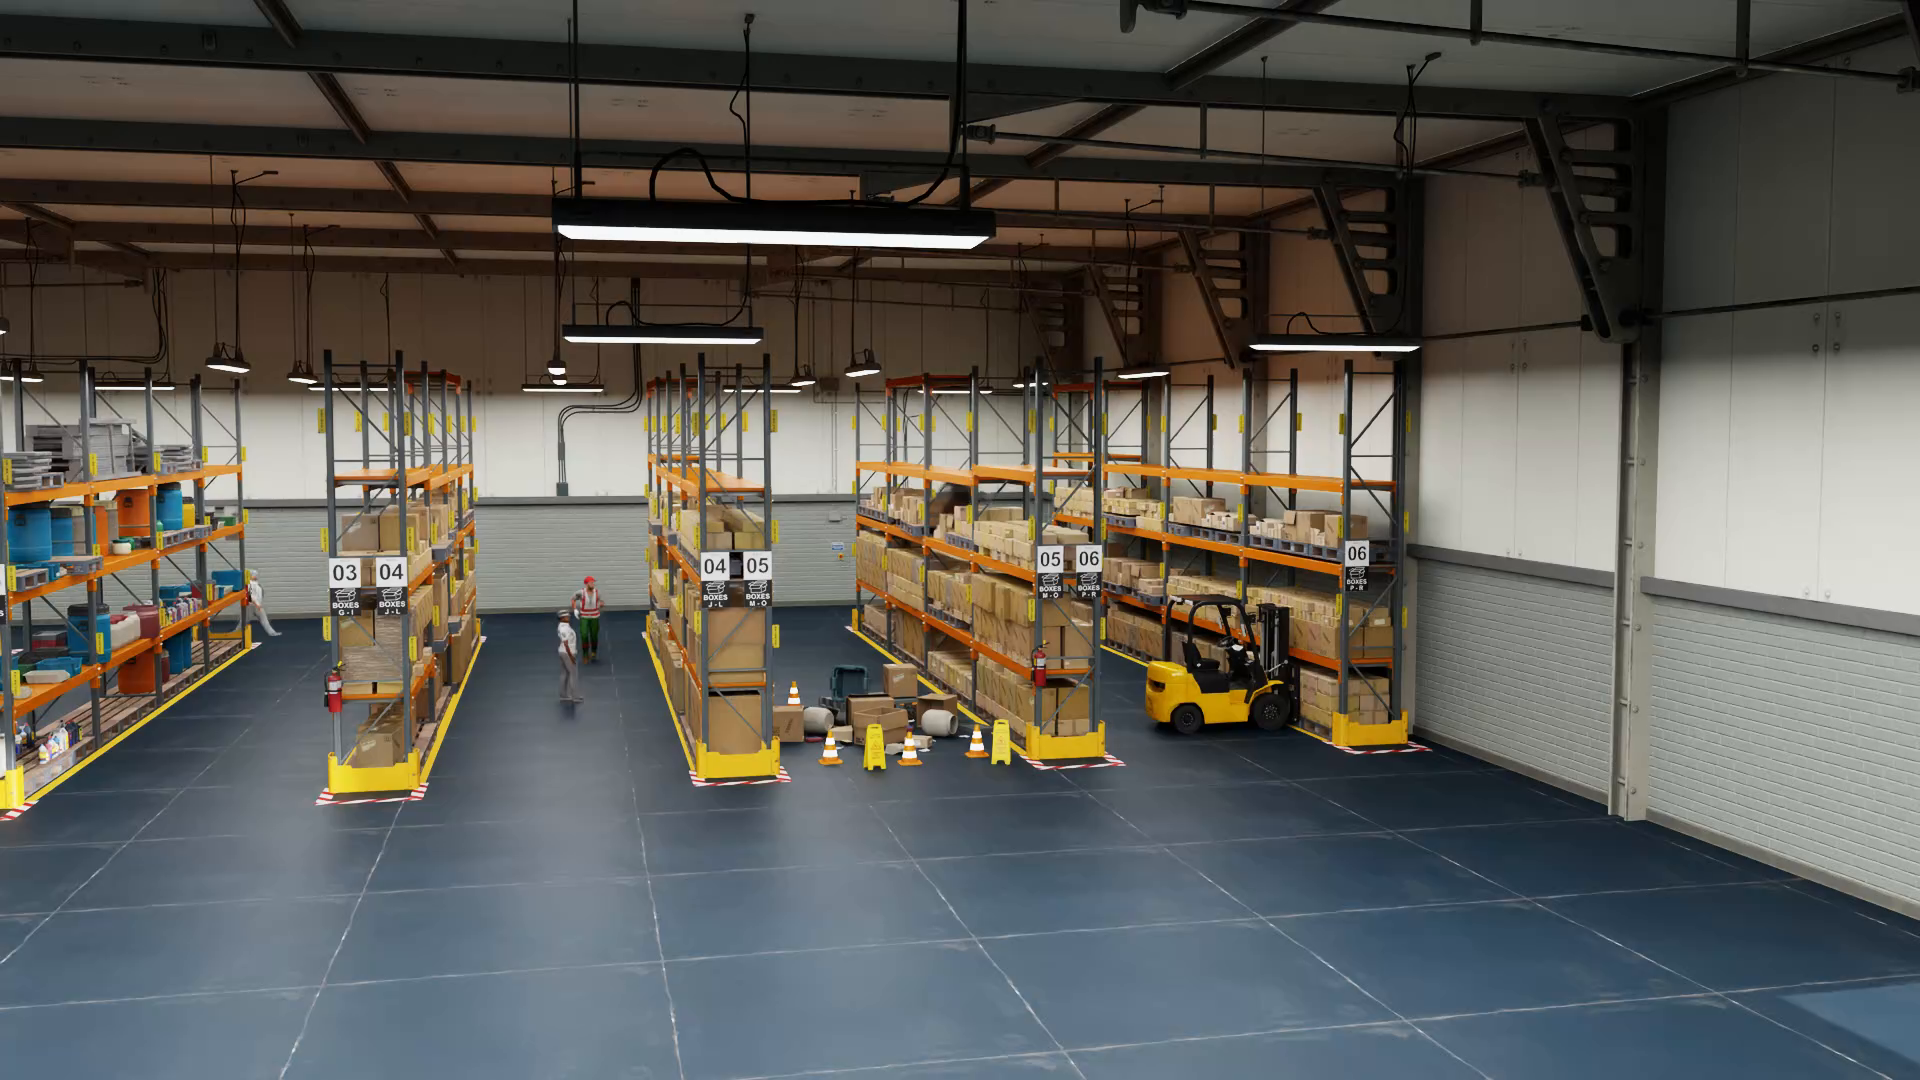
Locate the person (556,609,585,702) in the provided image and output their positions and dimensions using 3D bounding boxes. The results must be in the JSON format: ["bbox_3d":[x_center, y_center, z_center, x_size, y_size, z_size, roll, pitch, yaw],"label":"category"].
[{"bbox_3d":[-7.025,2.075,29.973,0.453,1.673,0.542,-2,5,-30],"label":"person"}]

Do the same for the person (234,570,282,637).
[{"bbox_3d":[-16.387,1.490,38.710,1.051,1.593,0.593,-1,4,-11],"label":"person"}]

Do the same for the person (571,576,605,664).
[{"bbox_3d":[-7.846,1.681,35.057,0.687,1.857,0.790,-1,4,-8],"label":"person"}]
